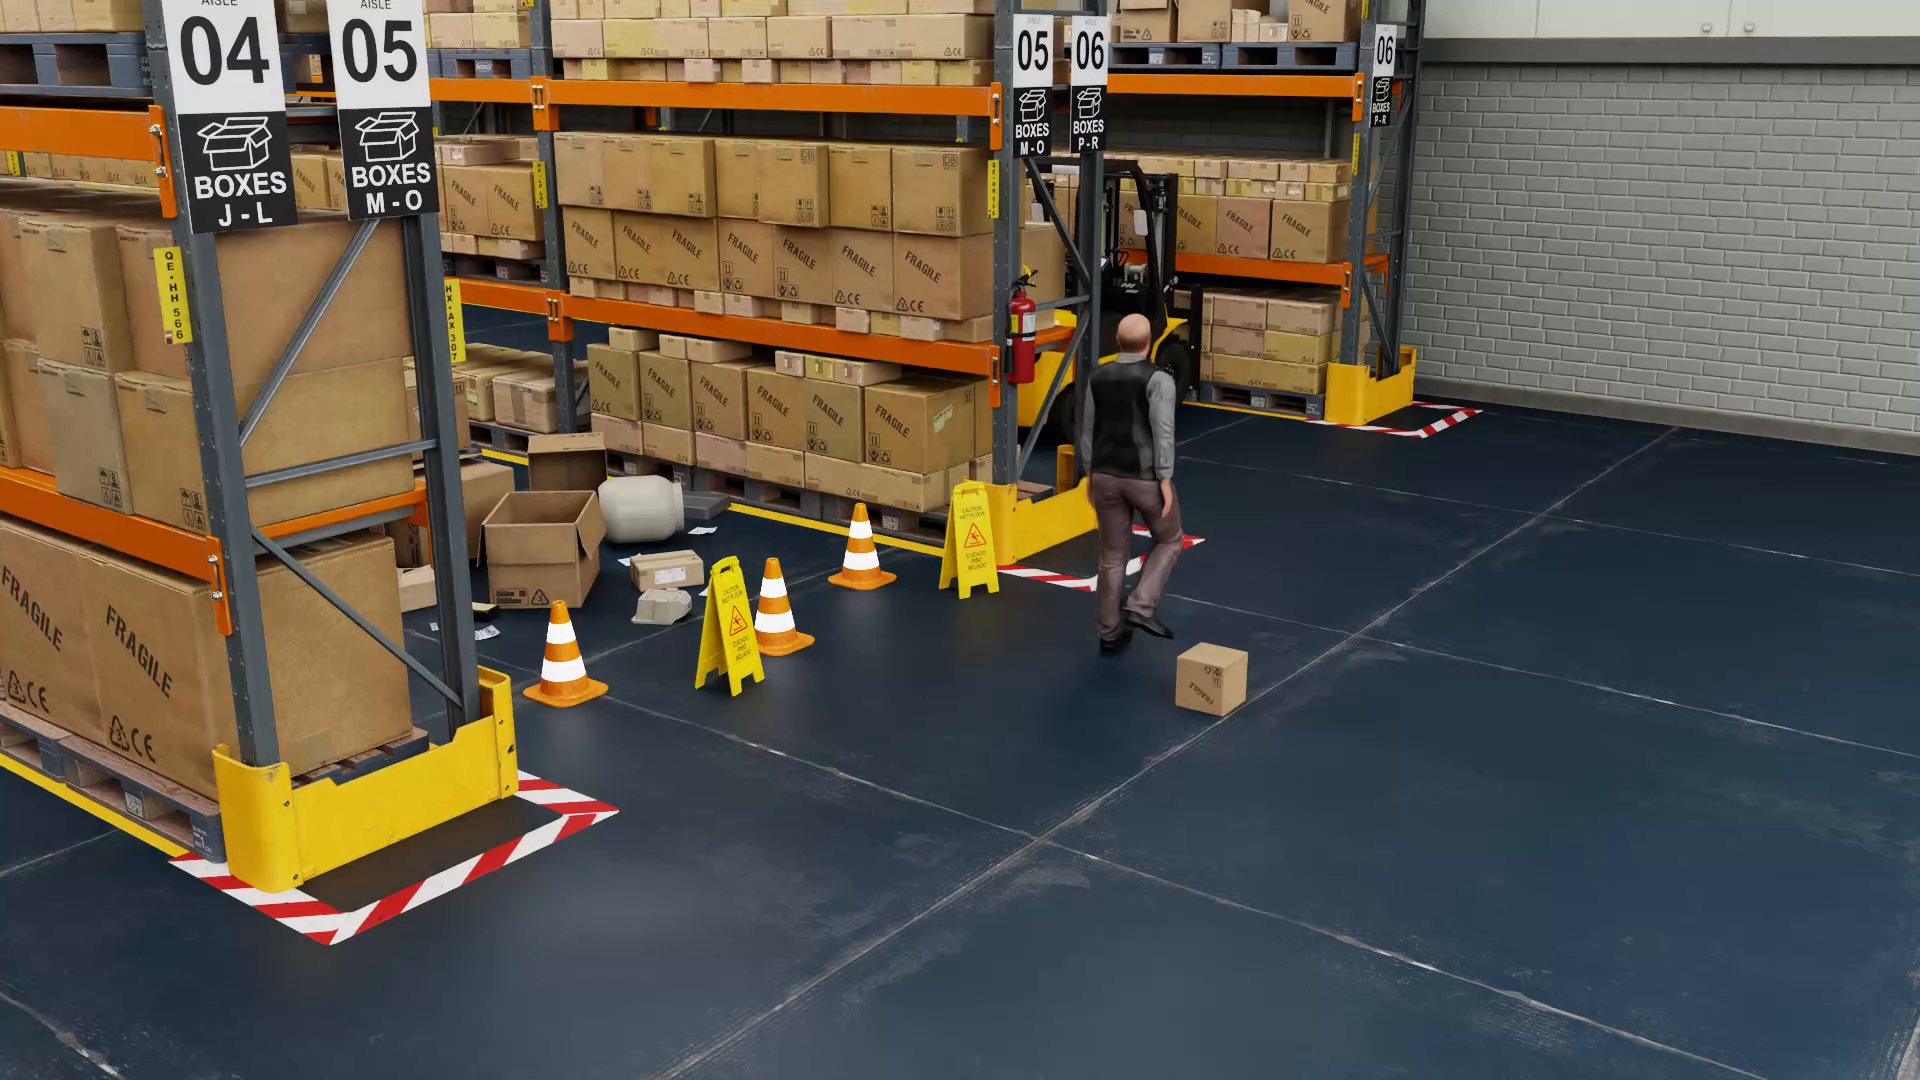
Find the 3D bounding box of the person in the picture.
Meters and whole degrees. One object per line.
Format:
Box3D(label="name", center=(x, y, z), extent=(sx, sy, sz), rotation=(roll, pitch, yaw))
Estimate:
Box3D(label="person", center=(0.867, -0.299, 8.538), extent=(0.567, 1.708, 0.490), rotation=(10, 19, 30))
